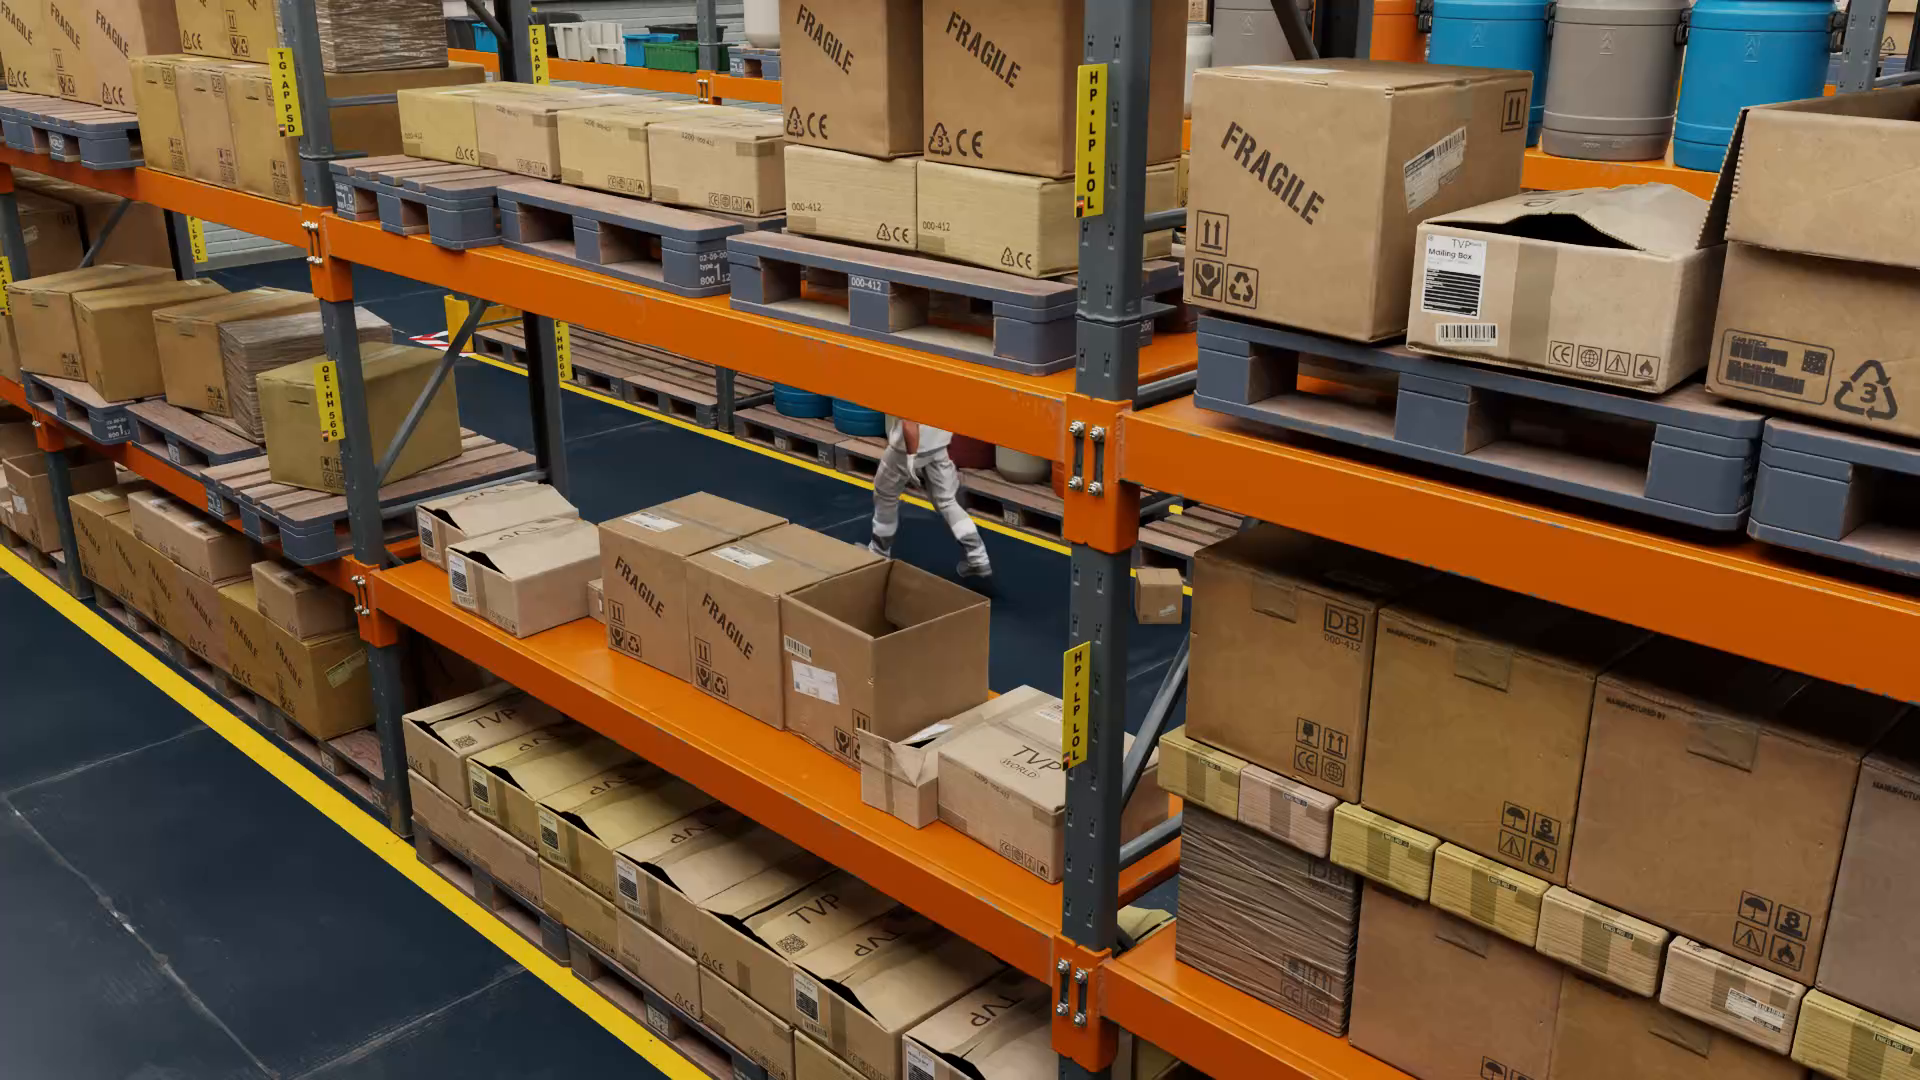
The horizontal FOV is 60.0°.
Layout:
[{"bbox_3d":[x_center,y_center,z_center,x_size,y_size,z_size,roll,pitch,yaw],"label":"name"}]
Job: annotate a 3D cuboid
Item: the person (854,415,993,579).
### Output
[{"bbox_3d":[-0.246,-0.594,10.160,1.066,1.742,0.537,19,28,41],"label":"person"}]
